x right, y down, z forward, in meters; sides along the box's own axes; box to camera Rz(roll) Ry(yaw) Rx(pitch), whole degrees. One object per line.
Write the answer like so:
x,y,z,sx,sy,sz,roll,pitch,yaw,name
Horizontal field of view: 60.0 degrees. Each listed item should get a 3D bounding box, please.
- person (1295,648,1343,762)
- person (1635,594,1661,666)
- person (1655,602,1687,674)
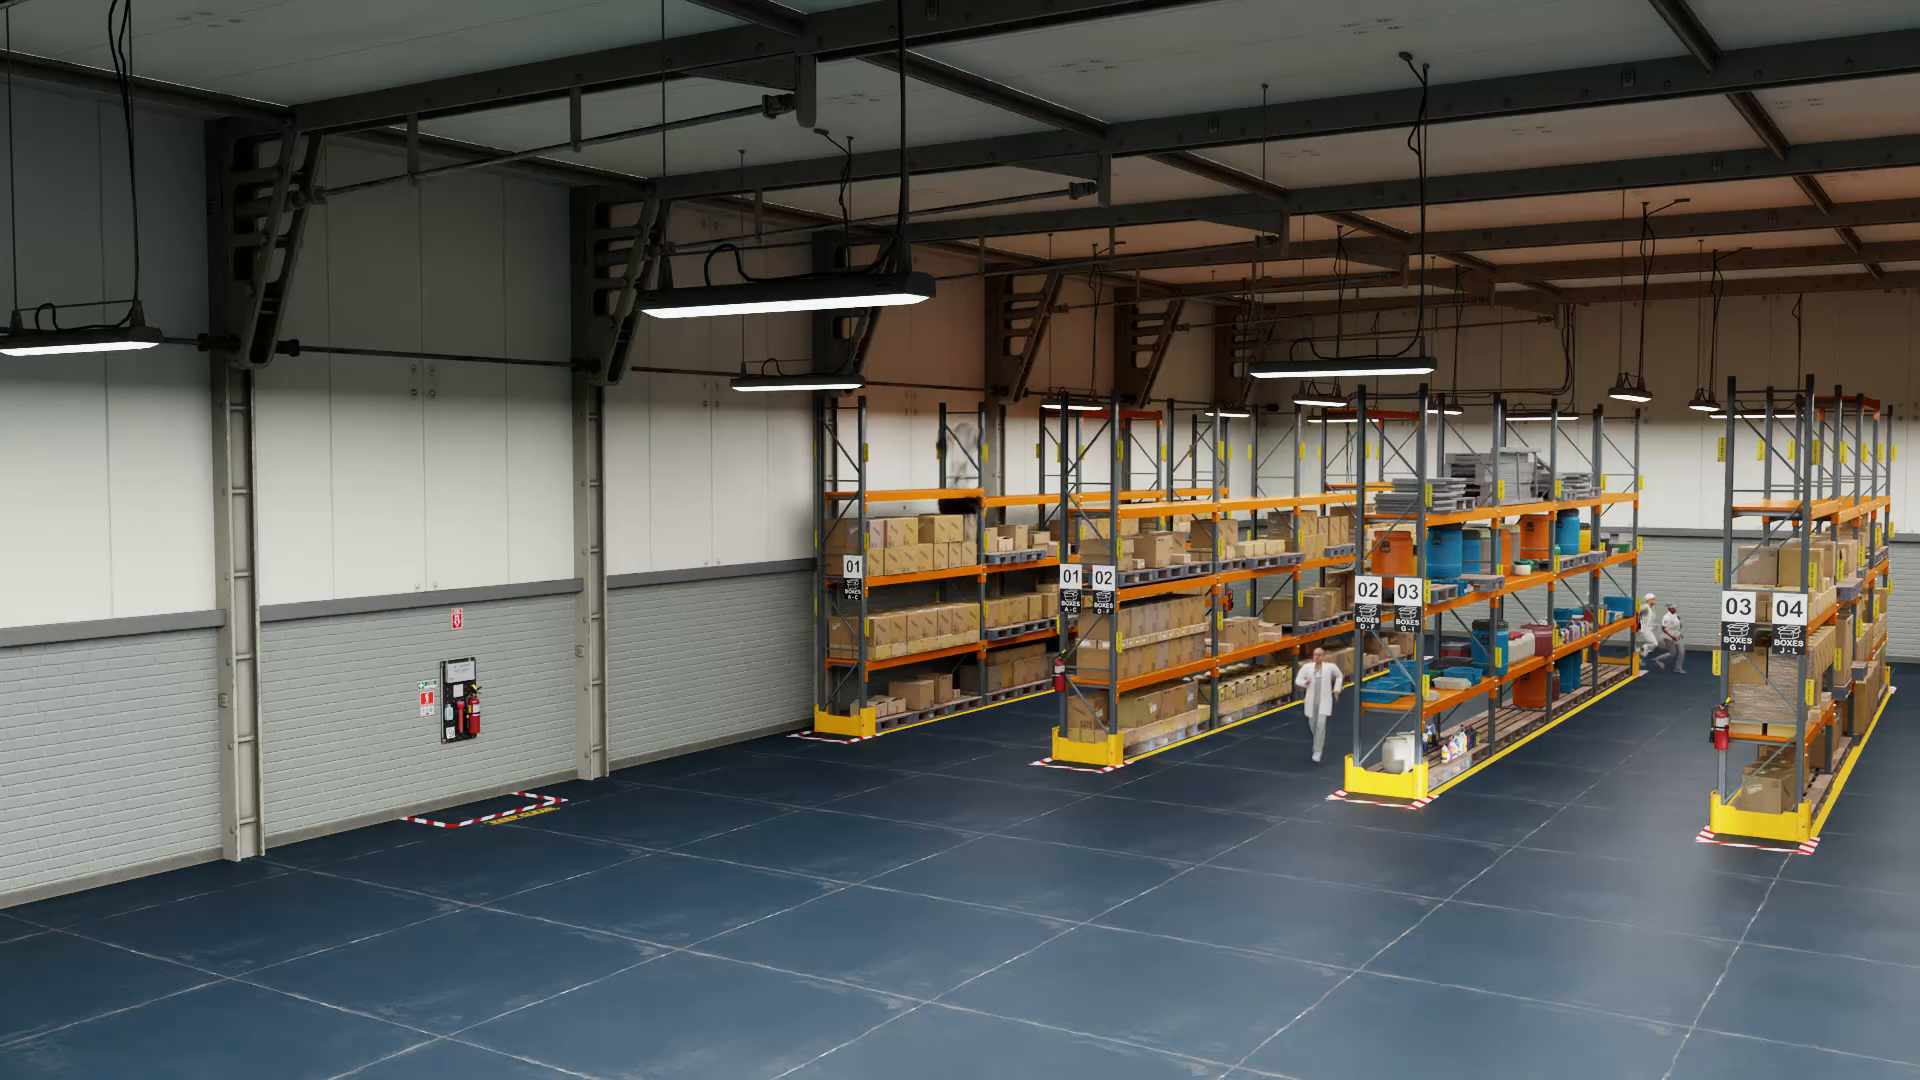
5.864,2.657,27.224,0.708,1.798,1.009,1,3,24,person
16.130,2.110,39.007,0.571,1.715,0.639,2,4,40,person
16.137,2.209,37.843,0.608,1.647,0.698,-2,4,-34,person
